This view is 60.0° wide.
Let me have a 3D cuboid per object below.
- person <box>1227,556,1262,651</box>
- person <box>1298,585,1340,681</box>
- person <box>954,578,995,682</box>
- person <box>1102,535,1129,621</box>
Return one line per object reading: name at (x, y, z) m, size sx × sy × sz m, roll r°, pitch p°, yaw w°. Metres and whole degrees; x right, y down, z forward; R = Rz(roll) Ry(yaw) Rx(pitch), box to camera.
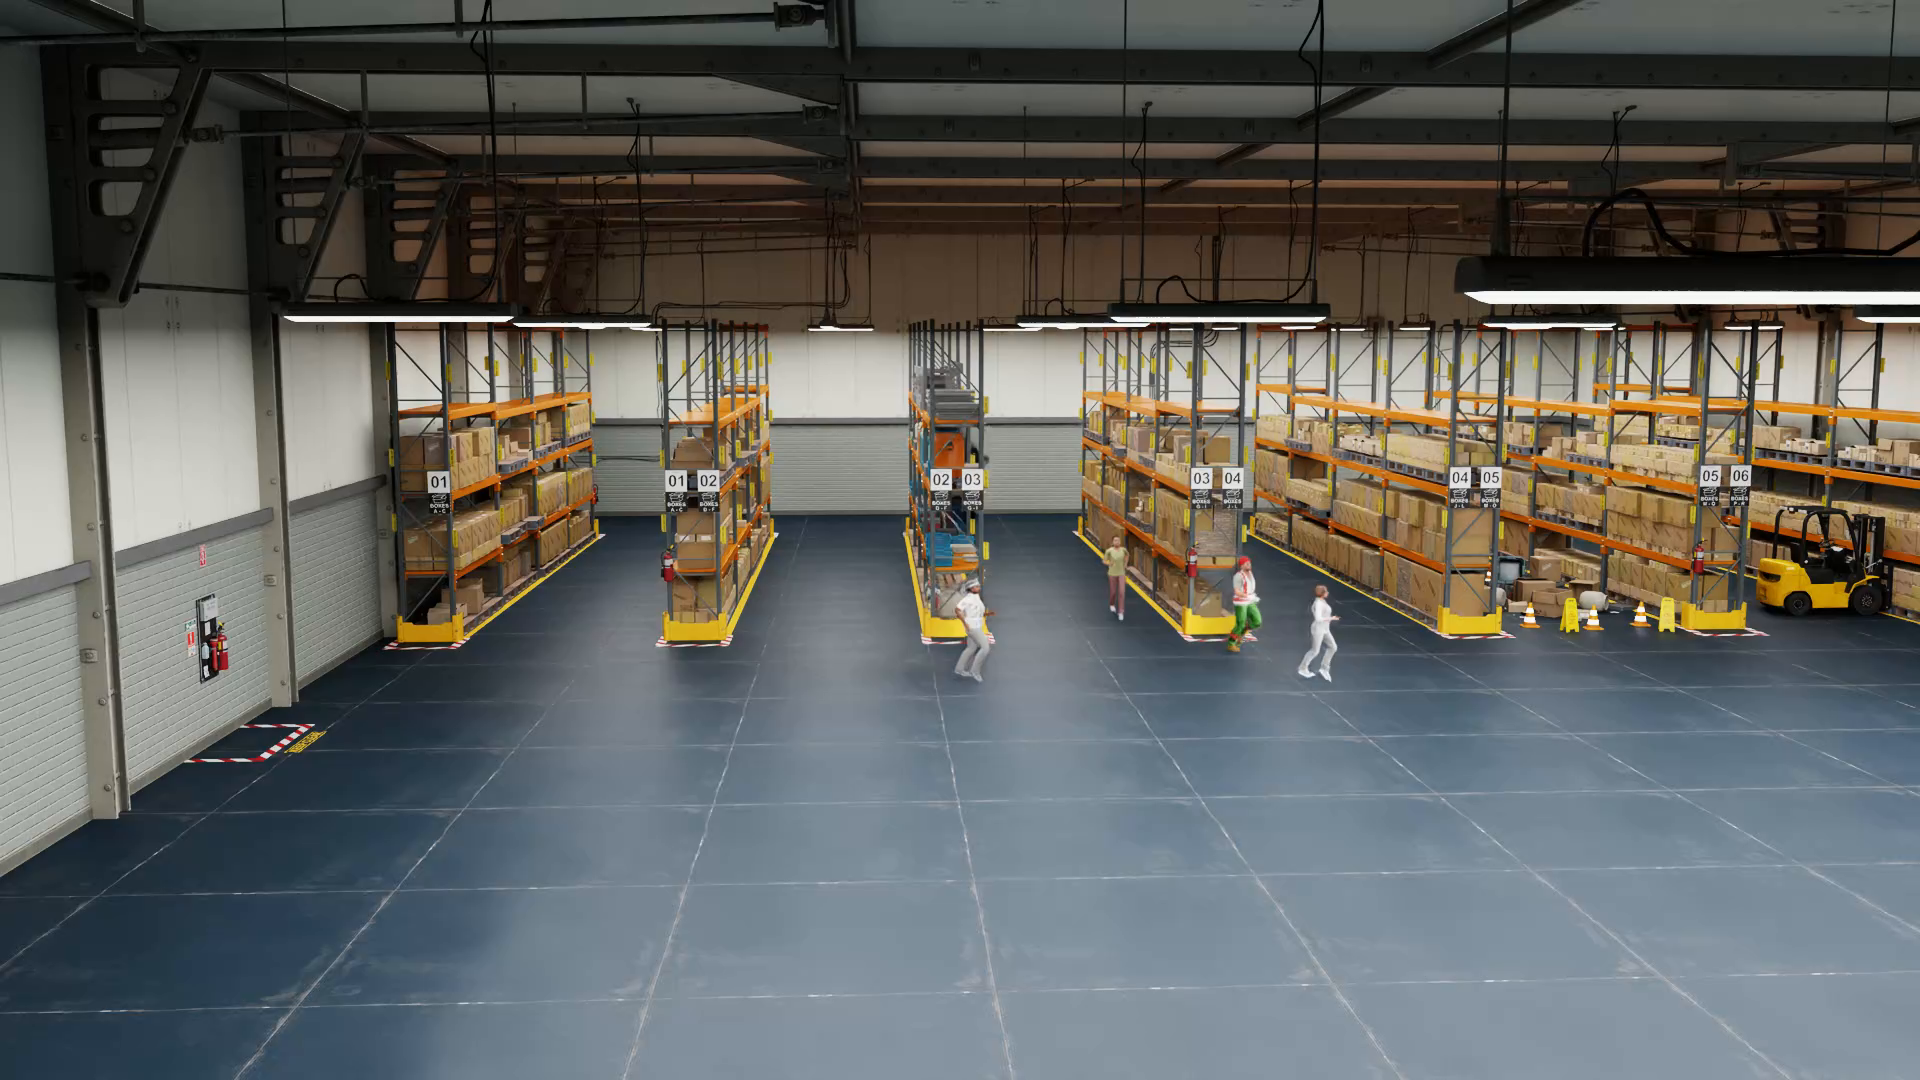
person at (5.177, 1.151, 30.038) m, size 0.692 × 1.735 × 0.711 m, roll -7°, pitch 10°, yaw -44°
person at (5.960, 1.544, 27.528) m, size 0.702 × 1.634 × 0.513 m, roll 4°, pitch 8°, yaw 27°
person at (0.244, 1.489, 27.592) m, size 0.705 × 1.734 × 0.542 m, roll 2°, pitch 7°, yaw 12°
person at (3.164, 0.727, 33.694) m, size 0.576 × 1.684 × 0.956 m, roll 0°, pitch 7°, yaw -4°
